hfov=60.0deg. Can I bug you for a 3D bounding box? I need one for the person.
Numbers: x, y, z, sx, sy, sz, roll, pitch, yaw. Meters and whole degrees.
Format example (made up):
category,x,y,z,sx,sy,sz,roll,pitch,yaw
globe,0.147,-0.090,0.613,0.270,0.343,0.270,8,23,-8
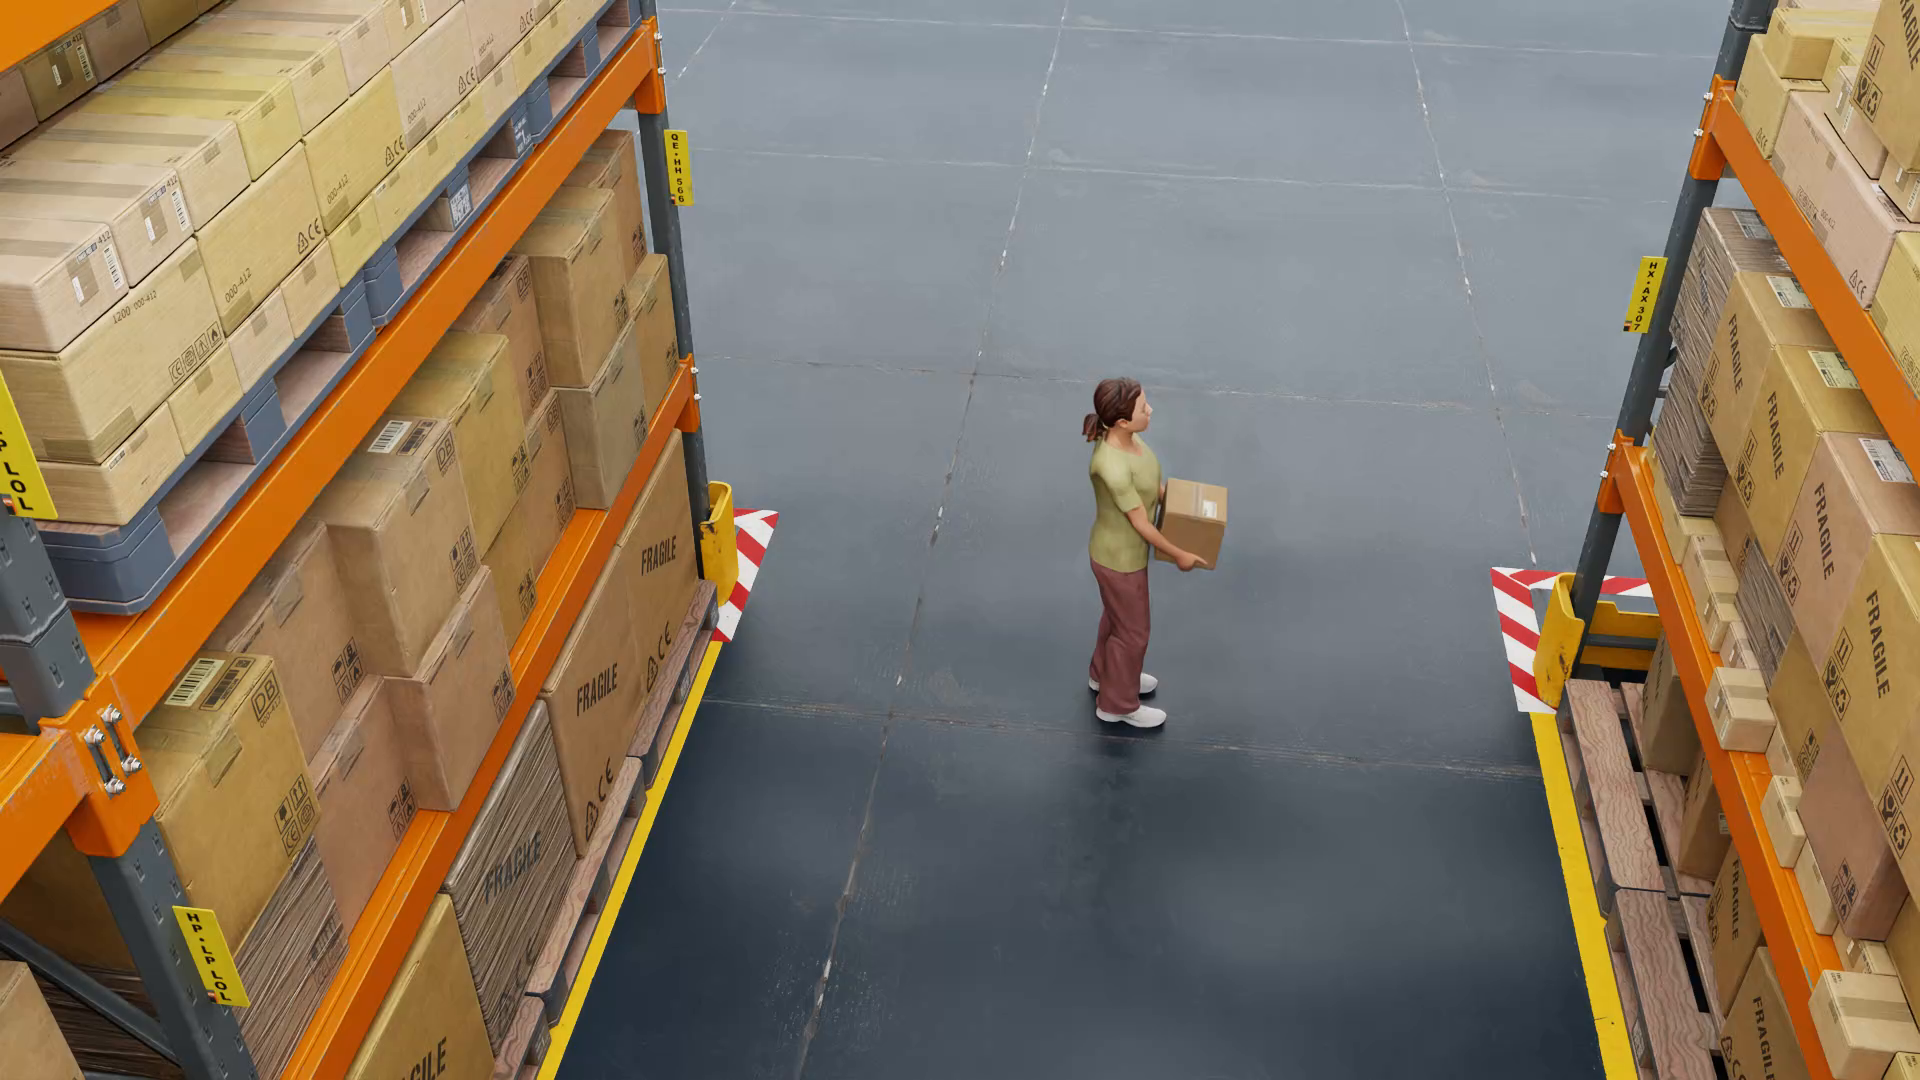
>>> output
category,x,y,z,sx,sy,sz,roll,pitch,yaw
person,0.753,0.064,6.969,0.554,1.659,0.425,5,37,7
